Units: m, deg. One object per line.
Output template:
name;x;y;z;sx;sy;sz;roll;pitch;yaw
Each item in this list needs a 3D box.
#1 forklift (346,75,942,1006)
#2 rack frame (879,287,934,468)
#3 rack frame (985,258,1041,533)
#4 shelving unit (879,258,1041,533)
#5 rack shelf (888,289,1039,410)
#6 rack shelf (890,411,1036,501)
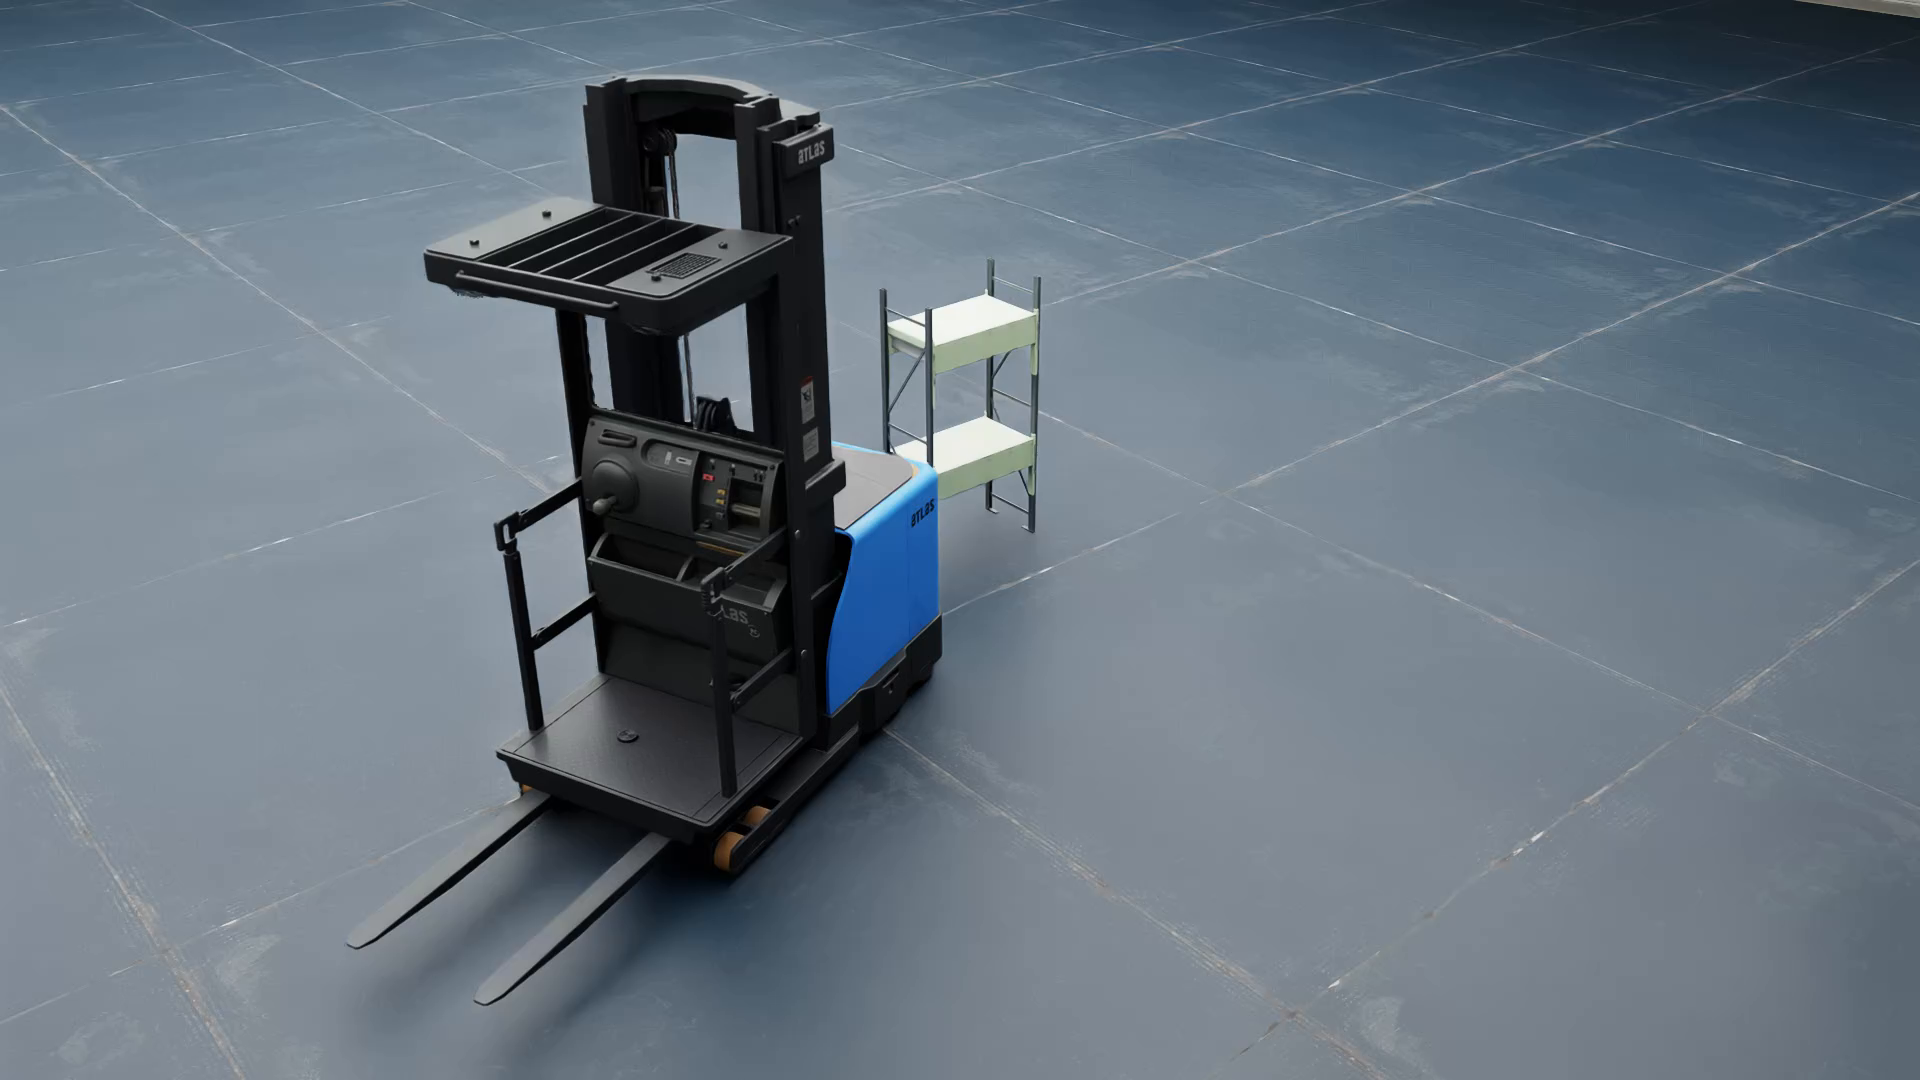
forklift;-1.225;-0.187;6.489;1.130;2.935;3.031;14;31;25
rack frame;-0.273;-0.552;8.691;0.023;1.500;0.400;-22;35;-35
rack frame;0.284;-0.775;9.110;0.023;1.500;0.400;-22;35;-35
shelving unit;0.005;-0.664;8.900;0.755;1.500;0.431;-22;35;-35
rack shelf;0.005;-1.008;8.716;0.720;0.370;0.431;-22;35;-35
rack shelf;0.005;-0.376;9.054;0.720;0.370;0.431;-22;35;-35
